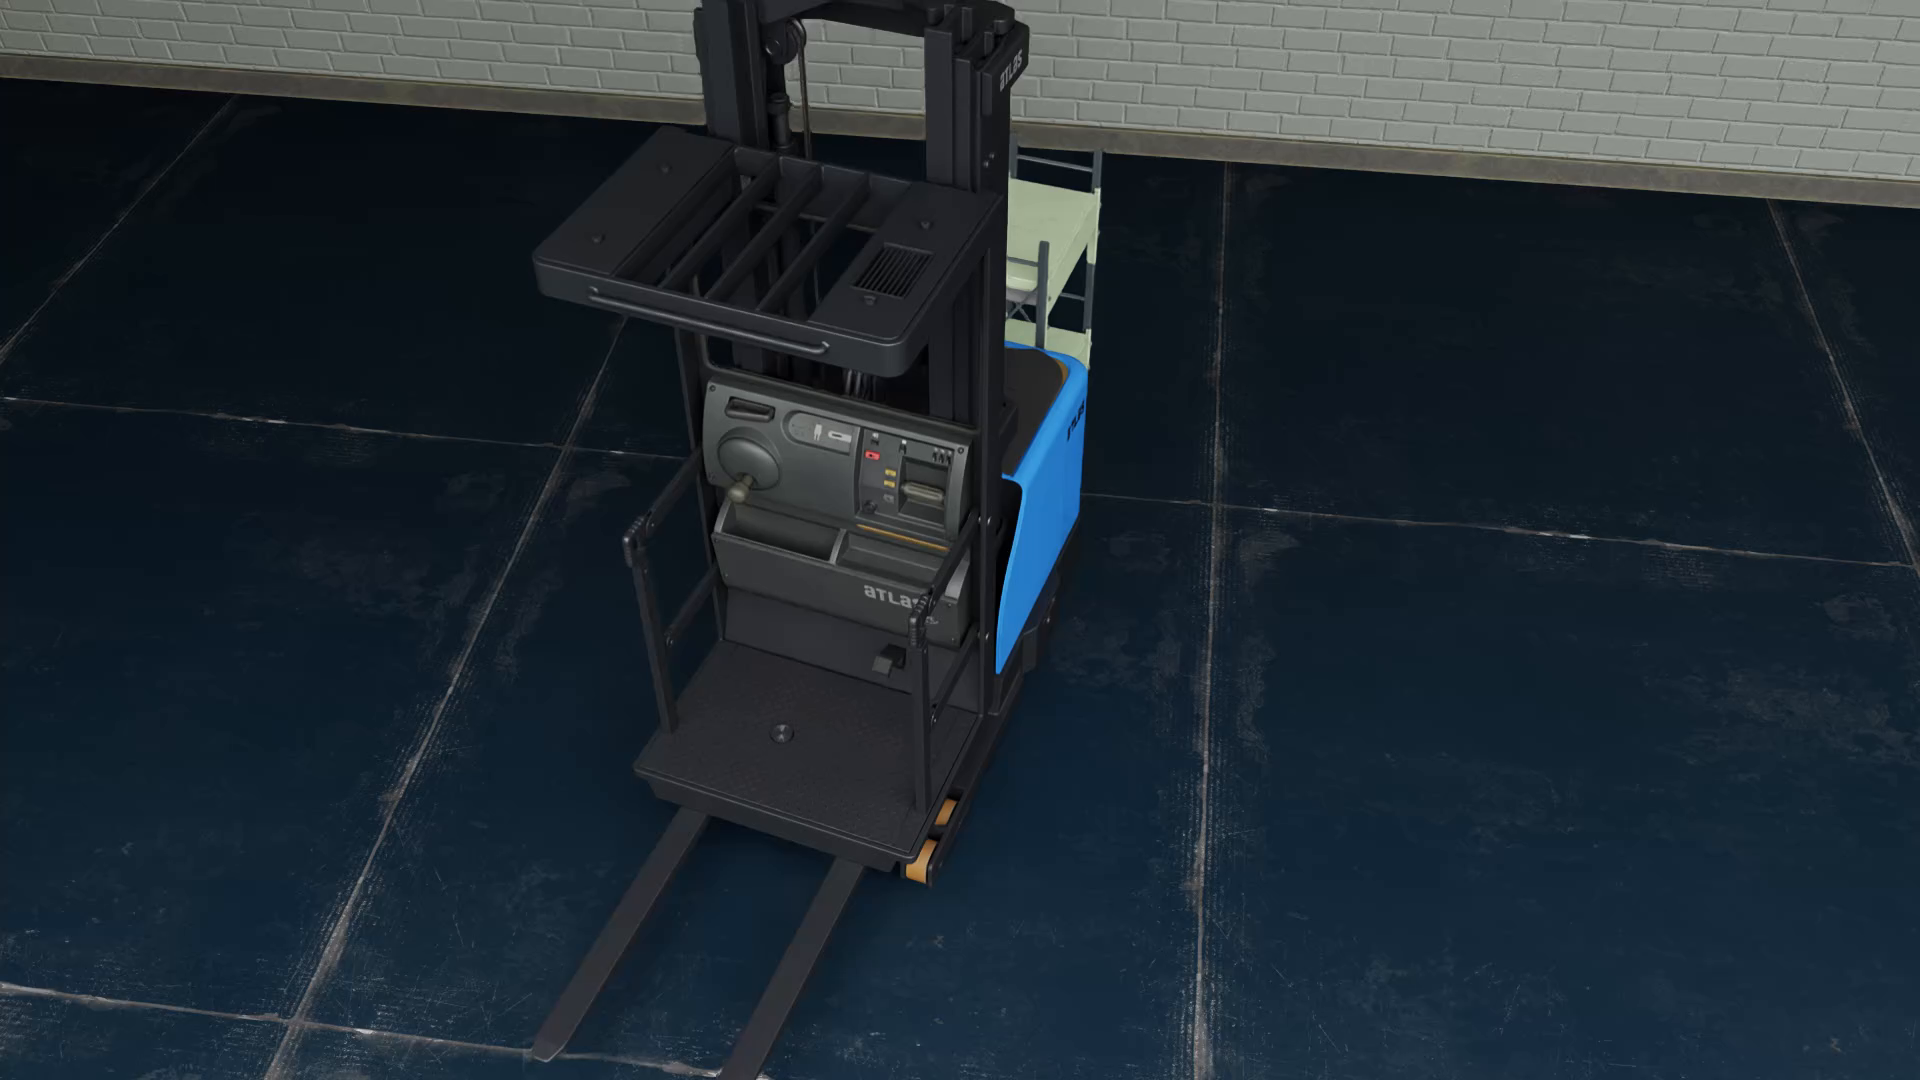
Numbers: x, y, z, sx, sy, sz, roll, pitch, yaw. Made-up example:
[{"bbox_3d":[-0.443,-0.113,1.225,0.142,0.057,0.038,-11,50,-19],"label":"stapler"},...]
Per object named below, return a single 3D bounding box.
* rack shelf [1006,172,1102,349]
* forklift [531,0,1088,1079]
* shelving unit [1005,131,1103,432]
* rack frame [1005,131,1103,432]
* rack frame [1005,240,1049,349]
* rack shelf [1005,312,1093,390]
[{"bbox_3d":[0.269,-1.140,6.818,0.431,0.370,0.720,14,45,14],"label":"rack shelf"},{"bbox_3d":[-0.492,-0.165,5.315,1.130,2.935,3.031,15,45,15],"label":"forklift"},{"bbox_3d":[0.269,-0.857,7.086,0.431,1.500,0.755,14,45,14],"label":"shelving unit"},{"bbox_3d":[0.393,-1.093,7.336,0.400,1.500,0.023,14,45,14],"label":"rack frame"},{"bbox_3d":[0.145,-0.620,6.836,0.400,1.500,0.023,14,45,14],"label":"rack frame"},{"bbox_3d":[0.269,-0.620,7.310,0.431,0.370,0.720,14,45,14],"label":"rack shelf"}]
